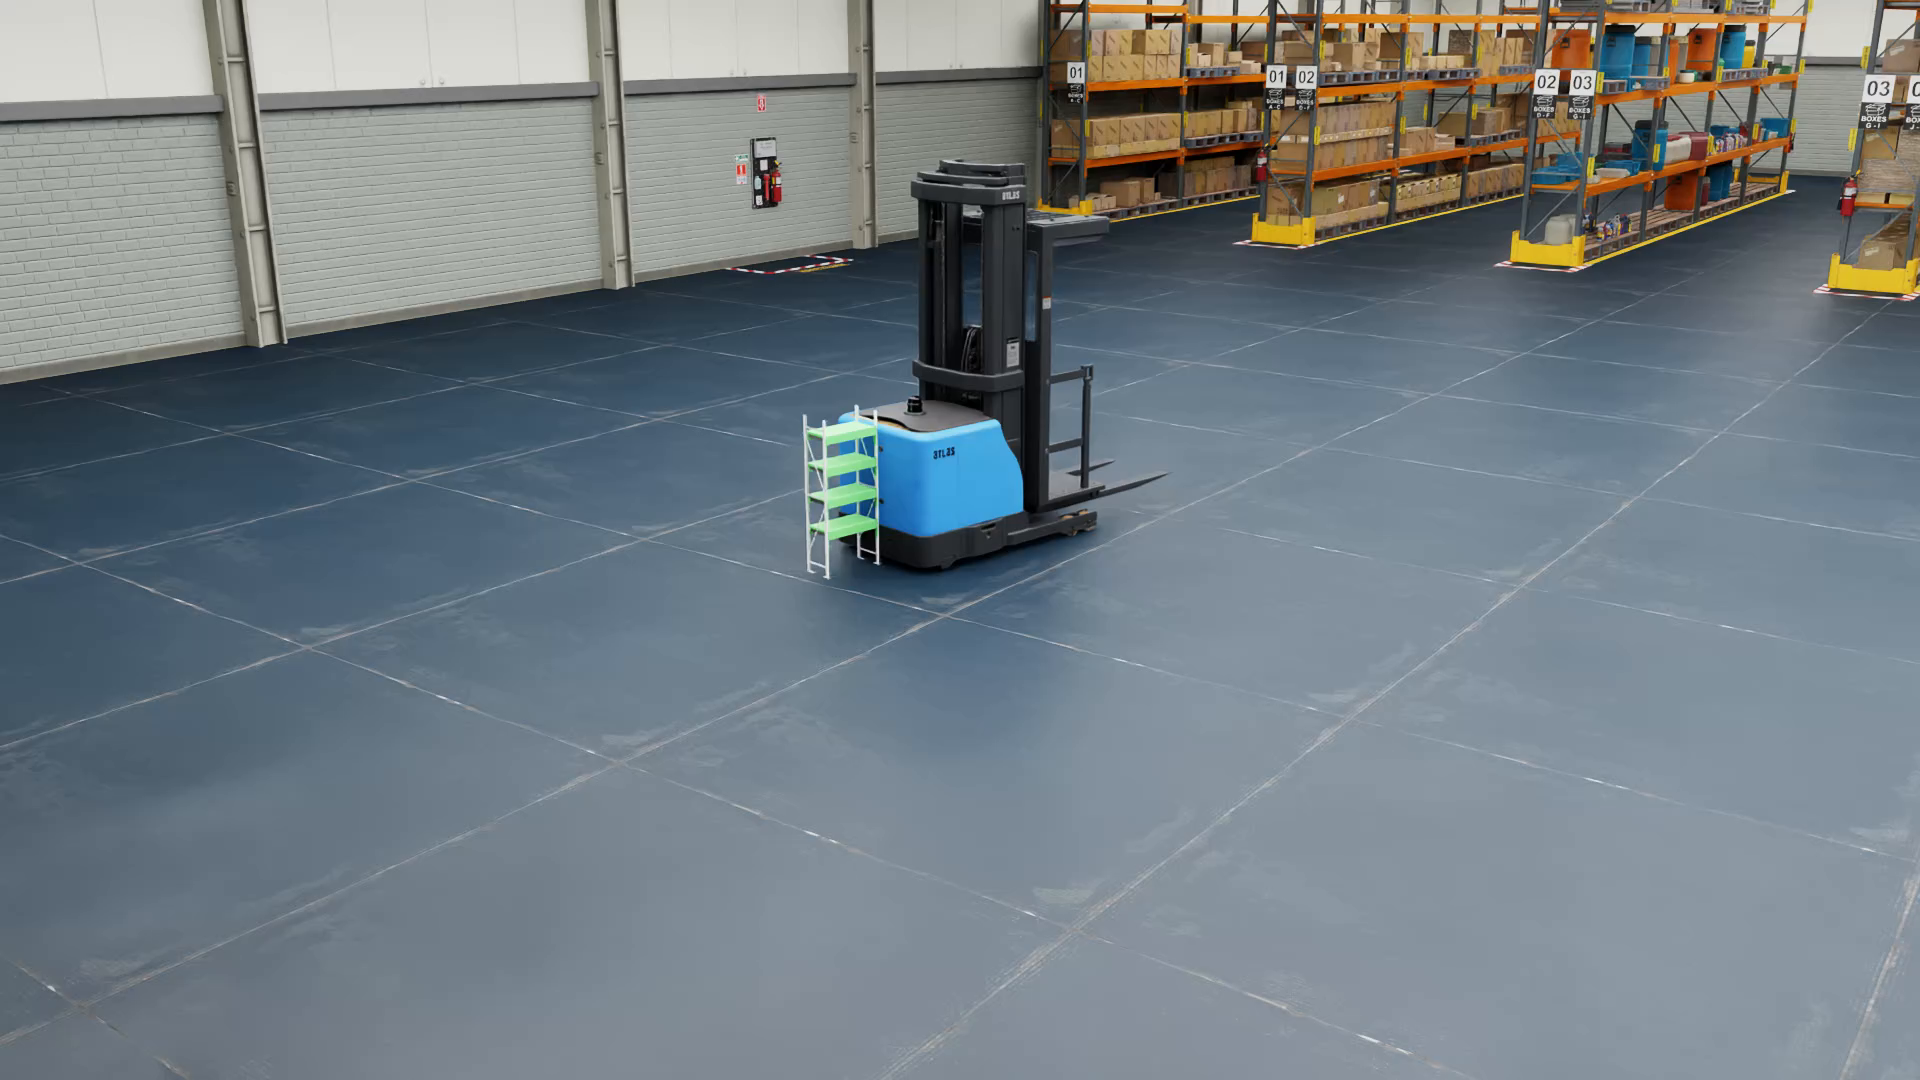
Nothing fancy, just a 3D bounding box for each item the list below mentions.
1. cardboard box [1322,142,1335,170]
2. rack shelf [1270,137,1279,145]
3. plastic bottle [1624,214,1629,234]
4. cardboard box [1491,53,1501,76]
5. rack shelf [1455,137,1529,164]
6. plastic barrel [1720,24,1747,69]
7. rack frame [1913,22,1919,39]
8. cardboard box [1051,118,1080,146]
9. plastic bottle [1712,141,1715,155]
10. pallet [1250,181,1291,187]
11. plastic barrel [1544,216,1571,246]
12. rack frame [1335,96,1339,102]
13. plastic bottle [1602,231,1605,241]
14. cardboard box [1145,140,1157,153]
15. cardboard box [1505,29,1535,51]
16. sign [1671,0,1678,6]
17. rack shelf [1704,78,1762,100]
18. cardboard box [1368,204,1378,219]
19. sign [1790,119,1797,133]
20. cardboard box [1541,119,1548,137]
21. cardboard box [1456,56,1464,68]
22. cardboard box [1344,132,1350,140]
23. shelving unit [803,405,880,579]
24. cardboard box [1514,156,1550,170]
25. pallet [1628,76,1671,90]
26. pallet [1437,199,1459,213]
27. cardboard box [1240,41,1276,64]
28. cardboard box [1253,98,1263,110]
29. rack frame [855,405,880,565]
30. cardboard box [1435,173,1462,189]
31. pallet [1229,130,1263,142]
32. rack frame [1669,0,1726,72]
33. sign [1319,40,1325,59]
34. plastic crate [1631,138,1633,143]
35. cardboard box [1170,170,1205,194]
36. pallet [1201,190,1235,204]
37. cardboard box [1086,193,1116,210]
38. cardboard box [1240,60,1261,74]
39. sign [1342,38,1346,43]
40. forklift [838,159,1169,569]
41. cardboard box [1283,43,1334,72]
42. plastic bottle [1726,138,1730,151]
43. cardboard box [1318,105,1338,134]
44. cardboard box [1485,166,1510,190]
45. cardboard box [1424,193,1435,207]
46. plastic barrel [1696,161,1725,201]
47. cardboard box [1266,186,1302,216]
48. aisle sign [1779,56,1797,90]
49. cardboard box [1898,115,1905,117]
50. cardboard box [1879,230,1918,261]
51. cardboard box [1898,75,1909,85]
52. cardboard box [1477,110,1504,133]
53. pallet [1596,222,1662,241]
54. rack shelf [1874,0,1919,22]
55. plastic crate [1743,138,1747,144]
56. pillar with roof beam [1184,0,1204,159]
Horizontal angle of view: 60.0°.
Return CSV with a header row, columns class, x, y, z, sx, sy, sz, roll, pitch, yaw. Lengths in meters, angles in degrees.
class,x,y,z,sx,sy,sz,roll,pitch,yaw
cardboard box,6.683,-7.326,31.610,0.700,0.500,0.500,13,22,36
rack shelf,8.064,-9.957,41.461,1.077,0.370,4.000,12,21,35
plastic bottle,12.293,-5.861,30.784,0.144,0.351,0.185,12,21,33
cardboard box,11.699,-10.785,37.688,0.910,0.500,0.500,12,21,35
rack shelf,12.044,-9.082,38.645,1.077,0.370,4.000,12,21,35
plastic barrel,16.318,-10.465,35.273,0.600,0.901,0.708,12,21,35
rack frame,16.423,-9.110,27.407,1.000,3.000,0.127,12,21,35
cardboard box,2.215,-8.364,34.075,0.500,0.500,0.500,12,21,34
plastic bottle,15.738,-8.197,34.780,0.061,0.283,0.133,12,21,35
pallet,7.402,-8.666,40.795,1.003,0.211,1.213,12,21,35
plastic barrel,10.392,-5.350,28.902,0.421,0.512,0.421,0,17,0
rack frame,9.255,-10.776,42.888,1.000,3.000,0.127,12,21,35
plastic bottle,11.454,-5.443,29.689,0.097,0.201,0.097,0,17,0
cardboard box,3.859,-8.403,35.464,0.500,0.250,0.500,12,21,34
cardboard box,13.495,-11.982,39.859,0.700,0.500,0.500,12,21,35
sign,12.880,-9.786,29.935,0.100,0.325,0.005,12,21,35
rack shelf,16.020,-9.638,35.378,1.077,0.370,4.000,12,21,35
cardboard box,8.063,-6.618,33.424,0.500,0.250,0.500,12,21,35
sign,20.046,-9.963,39.994,0.100,0.325,0.005,12,21,35
cardboard box,14.061,-10.145,40.688,0.500,0.500,0.500,13,21,36
cardboard box,10.627,-10.393,36.139,0.500,0.250,0.500,11,20,31
cardboard box,7.258,-7.764,31.925,0.380,0.149,0.250,12,21,34
shelving unit,-0.877,-0.359,12.377,0.503,1.200,0.258,-16,23,-41
cardboard box,14.351,-9.368,41.821,0.797,0.503,0.637,12,21,35
pallet,12.094,-8.274,30.089,1.213,0.211,1.003,12,21,35
pallet,10.331,-7.428,36.809,1.003,0.211,1.213,12,21,35
cardboard box,7.109,-11.638,39.693,0.700,0.500,0.500,11,20,30
cardboard box,7.367,-10.451,39.871,0.500,0.250,0.500,13,22,36
rack frame,-0.699,-0.409,12.537,0.015,1.200,0.240,-16,23,-41
cardboard box,10.738,-7.936,36.725,0.500,0.311,0.500,13,22,36
pallet,6.533,-9.544,39.241,1.213,0.211,1.003,12,21,35
rack frame,14.828,-10.938,33.293,1.000,3.000,0.127,12,21,35
sign,6.528,-8.832,29.962,0.100,0.325,0.005,12,21,35
plastic crate,13.620,-7.773,33.108,0.402,0.464,0.583,12,21,35
cardboard box,5.181,-8.198,38.057,0.700,0.500,0.500,12,21,34
pallet,5.678,-8.017,38.703,1.003,0.211,1.213,12,21,35
cardboard box,2.929,-7.129,34.935,0.500,0.311,0.500,15,22,39
cardboard box,6.660,-11.004,38.680,0.500,0.311,0.500,12,21,35
sign,9.697,-12.513,42.018,0.100,0.325,0.005,12,21,35
forklift,0.472,-1.531,13.232,3.031,2.935,1.130,-16,23,-41
cardboard box,6.432,-8.929,30.763,0.797,0.503,0.637,14,22,38
plastic bottle,16.500,-8.521,35.835,0.152,0.276,0.135,12,21,35
cardboard box,6.715,-7.959,31.459,0.700,0.500,0.500,12,21,33
cardboard box,12.572,-8.515,39.077,0.500,0.500,0.500,13,21,35
cardboard box,9.824,-7.303,35.630,0.500,0.250,0.500,13,21,36
plastic barrel,16.452,-7.929,36.549,0.600,0.901,0.708,12,21,35
cardboard box,6.166,-6.470,31.683,0.500,0.500,0.500,12,21,35
aisle sign,19.873,-11.185,39.821,0.394,0.787,0.004,12,21,35
cardboard box,15.950,-6.850,27.889,0.500,0.500,0.500,12,21,35
cardboard box,15.142,-4.739,26.954,0.500,0.500,0.500,15,23,40
cardboard box,14.204,-7.006,25.270,0.380,0.149,0.250,12,21,33
cardboard box,12.233,-9.719,38.605,0.700,0.500,0.500,7,19,21
pallet,12.882,-5.983,32.153,1.003,0.211,1.213,12,21,35
rack shelf,15.231,-8.289,25.980,1.077,0.370,4.000,12,21,35
plastic crate,17.604,-9.014,37.556,0.396,0.136,0.243,12,21,35
pillar with roof beam,8.860,-11.771,35.976,9.100,9.000,0.400,12,21,35
